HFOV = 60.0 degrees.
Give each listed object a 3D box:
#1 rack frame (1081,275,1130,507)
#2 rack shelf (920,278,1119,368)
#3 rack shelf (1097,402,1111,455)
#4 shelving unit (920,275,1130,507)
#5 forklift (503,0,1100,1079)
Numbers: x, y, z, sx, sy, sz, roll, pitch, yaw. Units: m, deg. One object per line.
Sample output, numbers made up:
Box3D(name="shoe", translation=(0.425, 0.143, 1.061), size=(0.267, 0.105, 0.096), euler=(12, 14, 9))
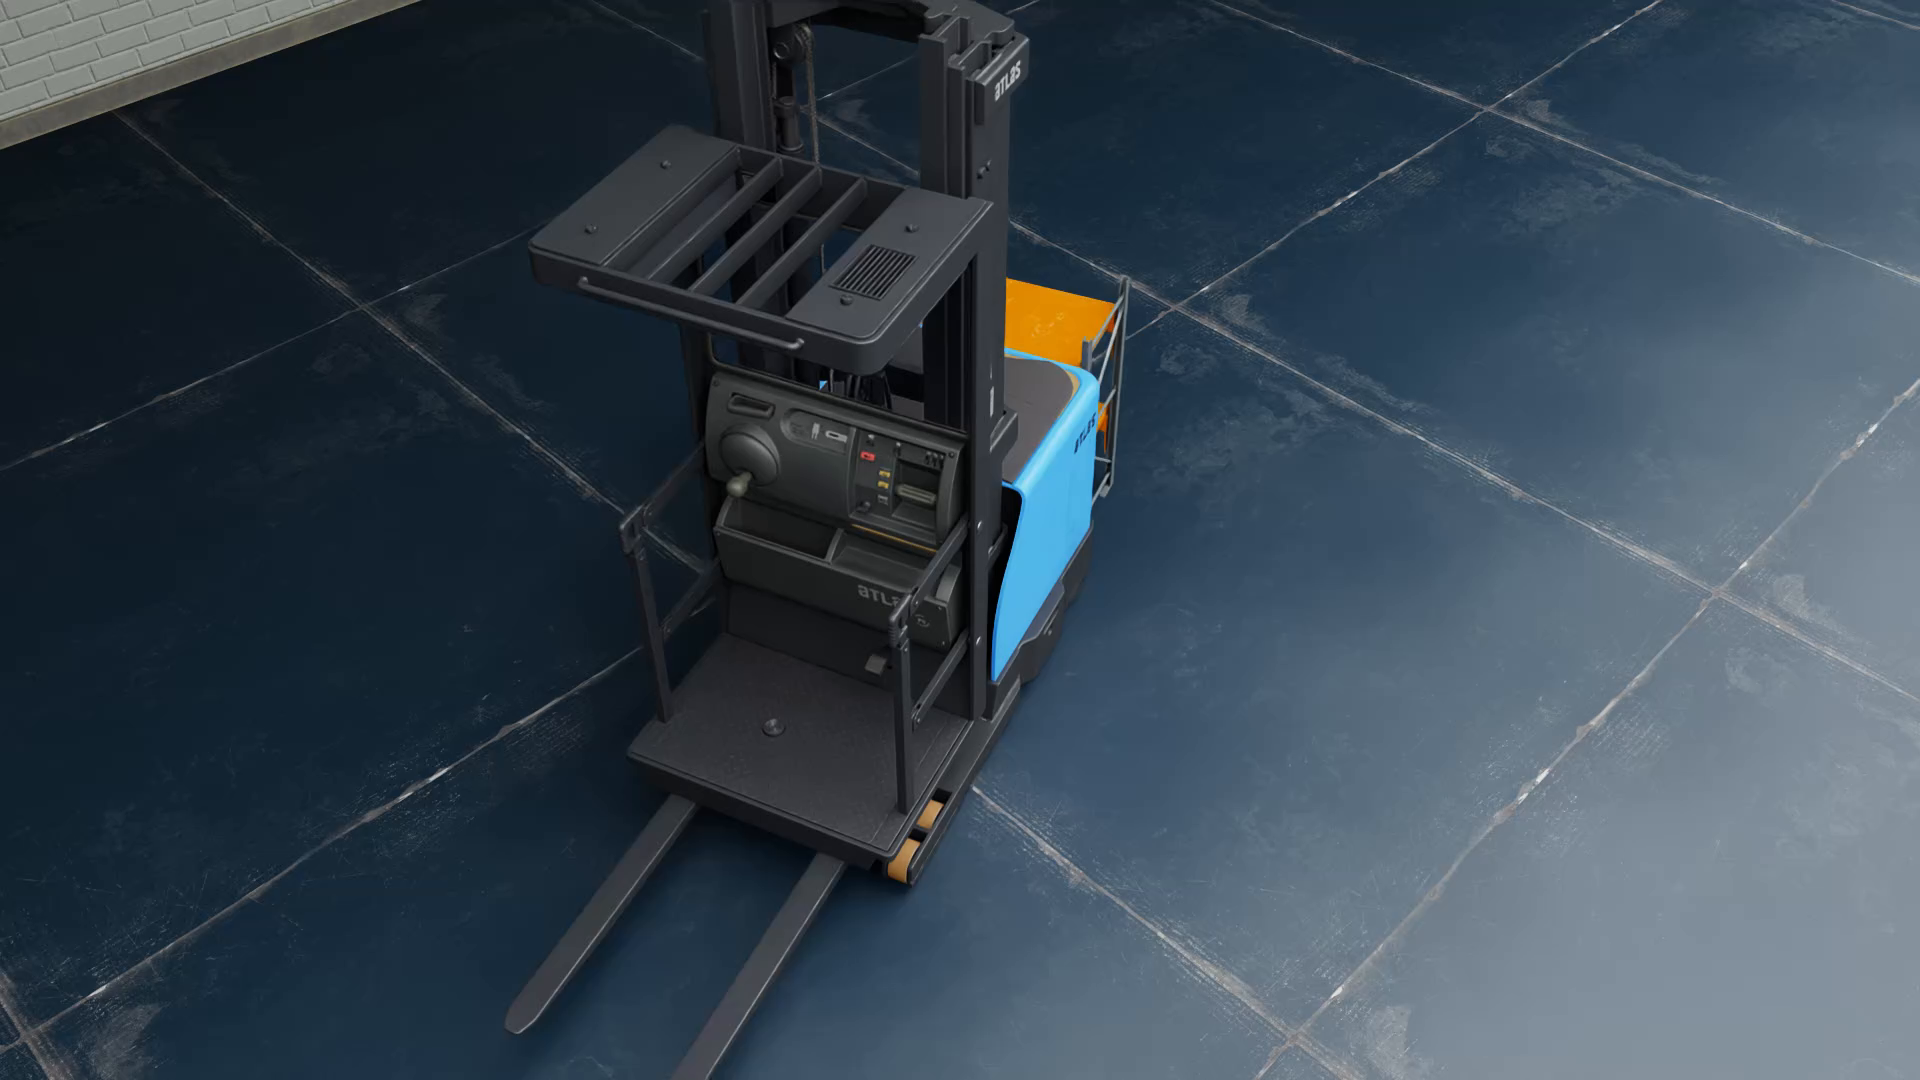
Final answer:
Box3D(name="rack frame", translation=(0.593, -0.526, 7.108), size=(0.032, 1.125, 0.500), euler=(16, 45, 17))
Box3D(name="rack shelf", translation=(0.125, -0.876, 7.055), size=(1.000, 0.278, 0.538), euler=(16, 45, 17))
Box3D(name="rack shelf", translation=(0.125, -0.481, 7.419), size=(1.000, 0.278, 0.538), euler=(16, 45, 17))
Box3D(name="shelving unit", translation=(0.125, -0.661, 7.254), size=(1.048, 1.125, 0.538), euler=(16, 45, 17))
Box3D(name="forklift", translation=(-0.524, -0.178, 5.400), size=(1.130, 2.935, 3.031), euler=(18, 46, 18))
